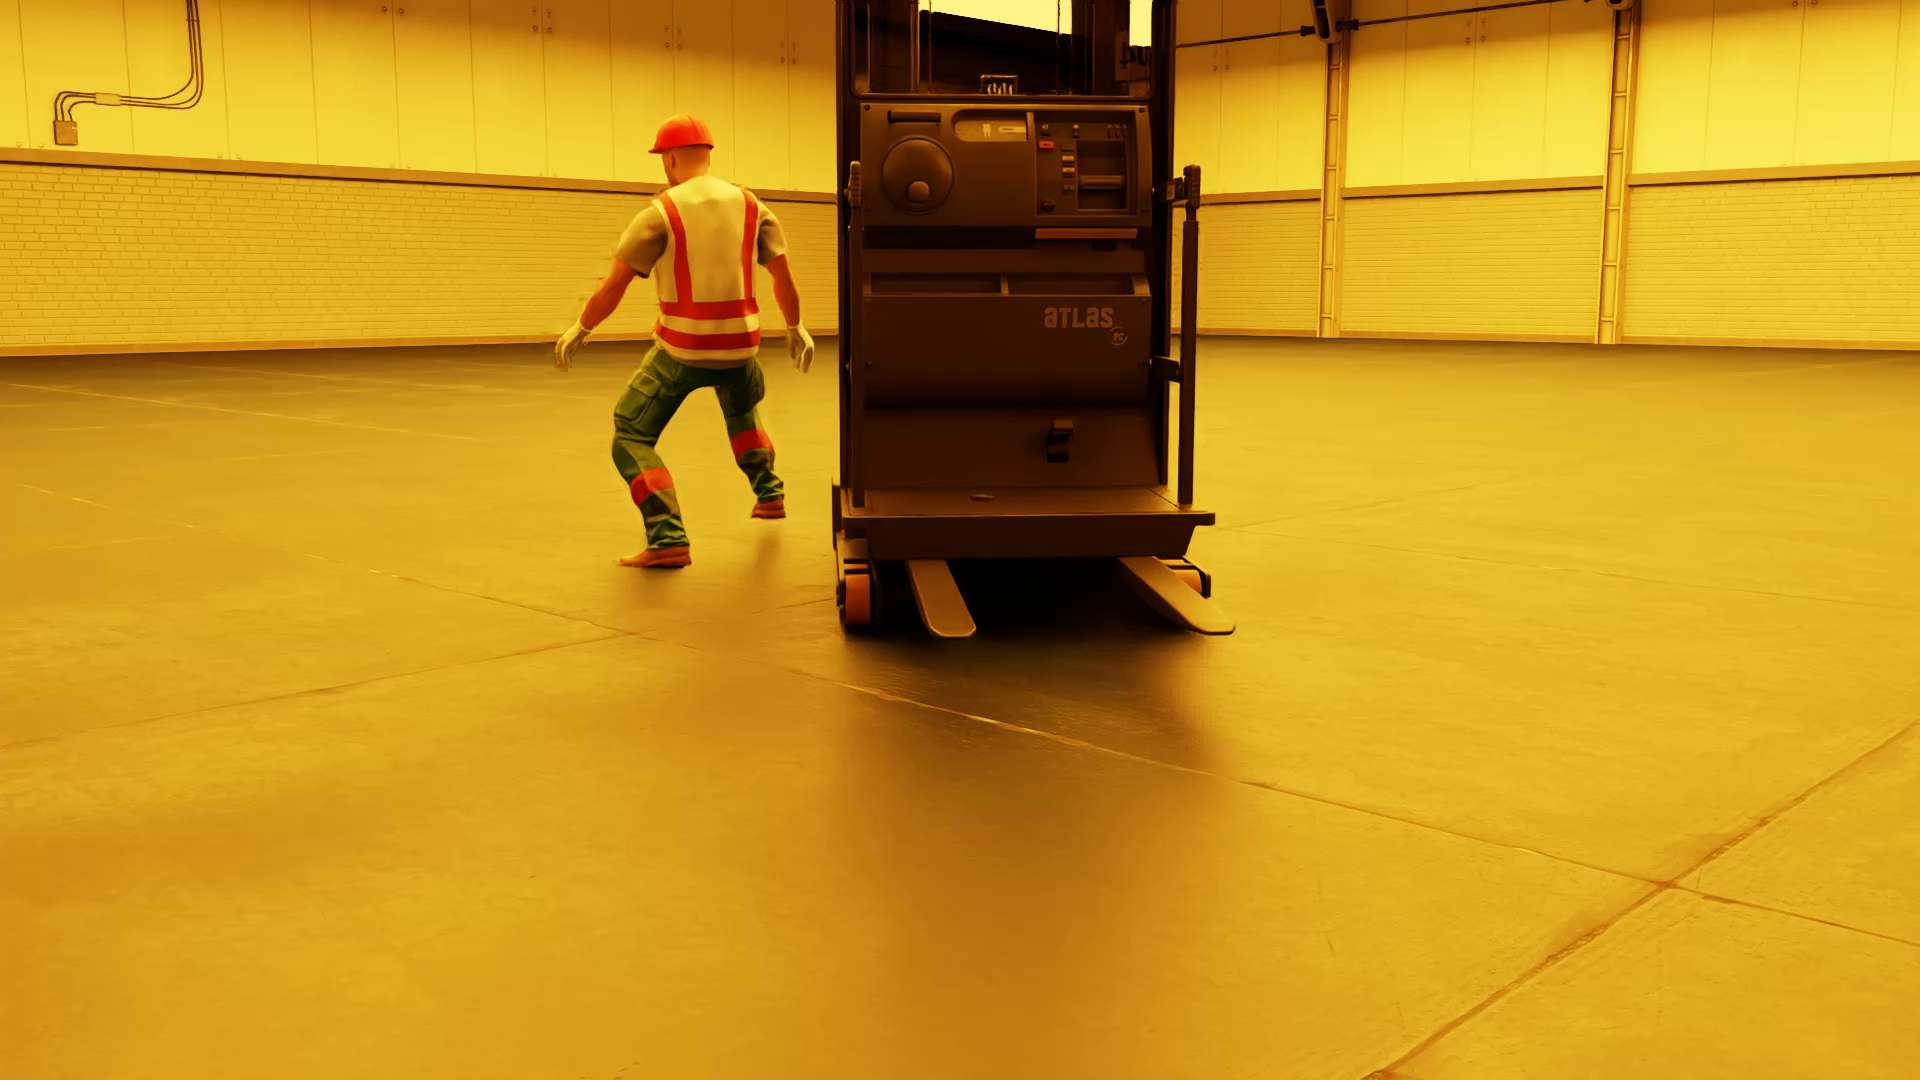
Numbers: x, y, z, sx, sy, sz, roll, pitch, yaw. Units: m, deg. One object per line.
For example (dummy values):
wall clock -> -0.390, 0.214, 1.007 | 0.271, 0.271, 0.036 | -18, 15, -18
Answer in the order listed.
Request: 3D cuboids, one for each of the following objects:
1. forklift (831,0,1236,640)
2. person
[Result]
forklift -> 0.167, -1.238, 5.095 | 1.130, 2.935, 3.031 | -1, 9, -5
person -> -1.001, -0.756, 6.284 | 0.985, 1.668, 0.644 | -5, 10, -31
